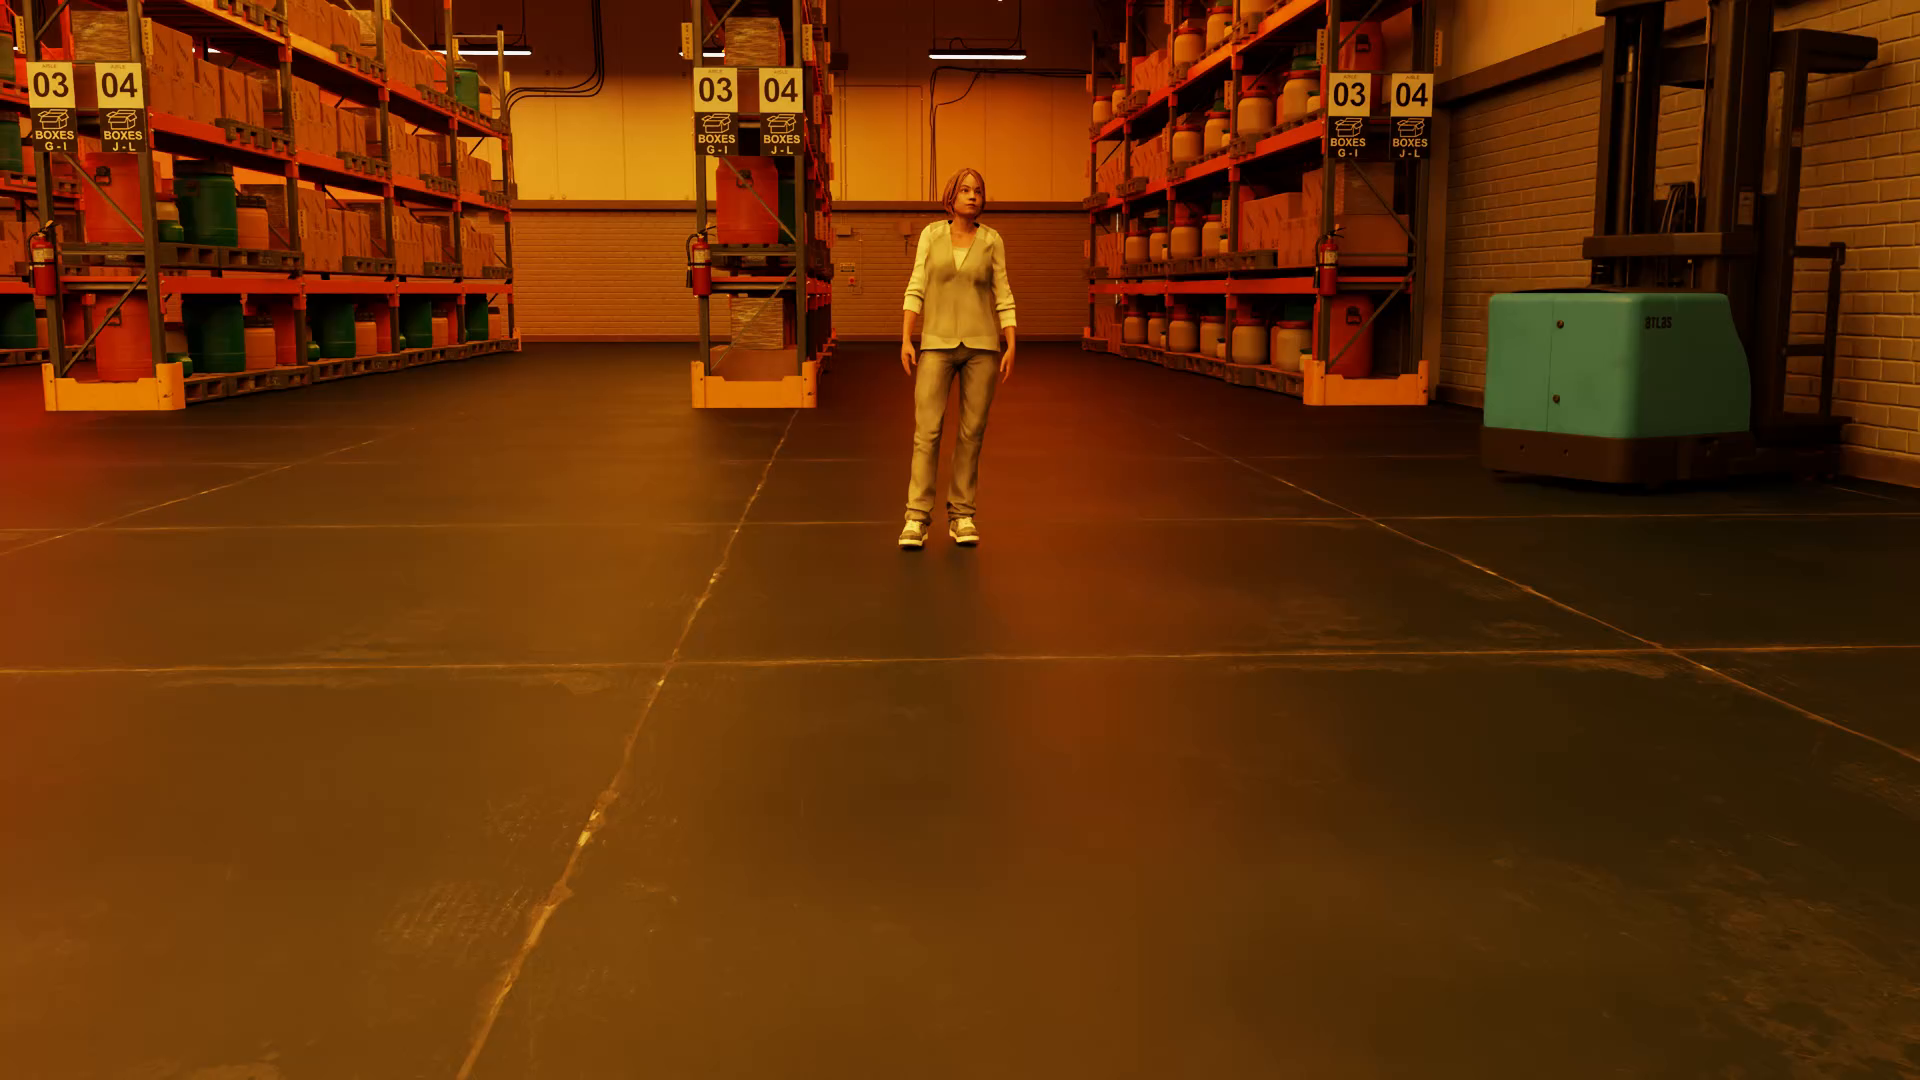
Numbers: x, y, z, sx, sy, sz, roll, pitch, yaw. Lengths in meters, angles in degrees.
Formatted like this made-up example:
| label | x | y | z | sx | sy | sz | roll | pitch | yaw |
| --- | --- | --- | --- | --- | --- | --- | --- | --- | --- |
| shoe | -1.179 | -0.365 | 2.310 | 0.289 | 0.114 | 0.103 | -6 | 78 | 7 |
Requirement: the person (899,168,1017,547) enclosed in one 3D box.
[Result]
| label | x | y | z | sx | sy | sz | roll | pitch | yaw |
| --- | --- | --- | --- | --- | --- | --- | --- | --- | --- |
| person | -0.010 | -0.786 | 7.117 | 0.520 | 1.599 | 0.473 | -1 | 8 | -4 |

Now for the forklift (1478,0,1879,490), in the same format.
| label | x | y | z | sx | sy | sz | roll | pitch | yaw |
| --- | --- | --- | --- | --- | --- | --- | --- | --- | --- |
| forklift | 4.543 | -1.849 | 9.785 | 3.031 | 2.935 | 1.130 | -5 | 10 | -30 |
